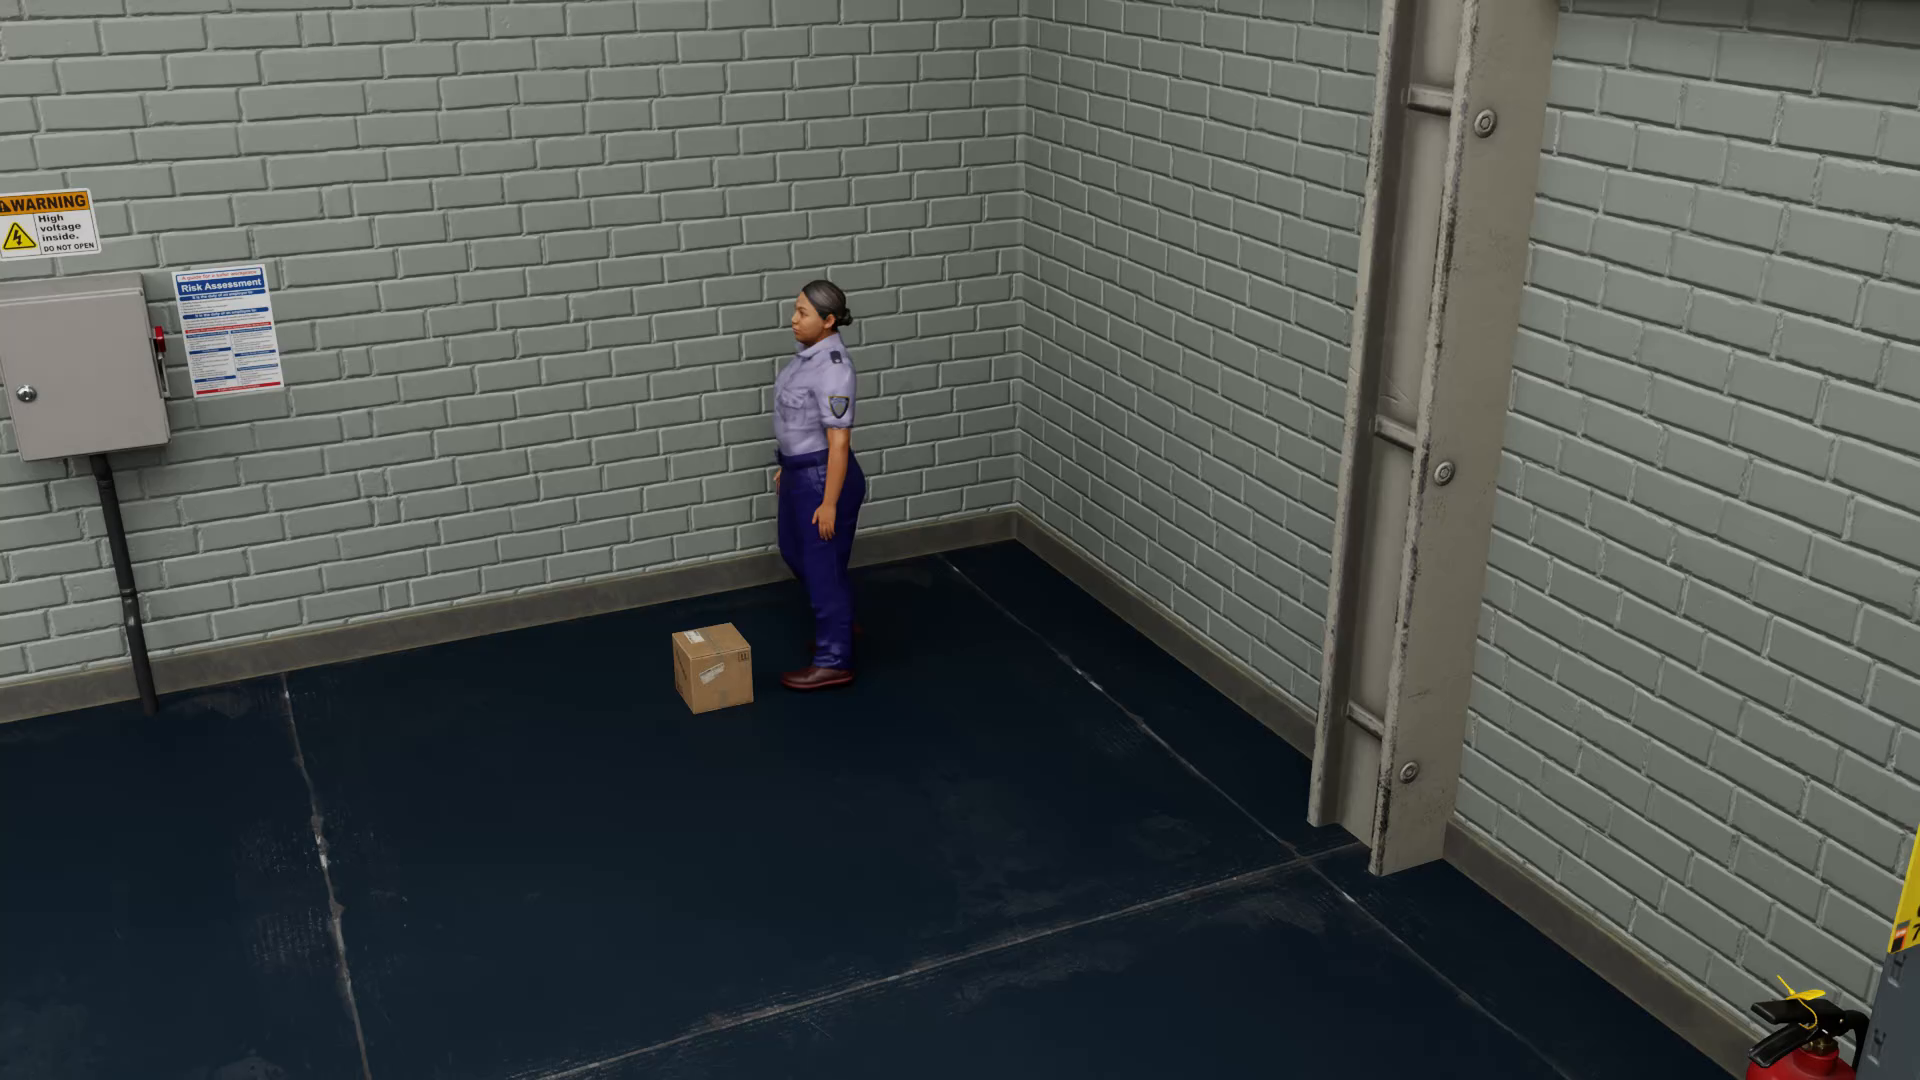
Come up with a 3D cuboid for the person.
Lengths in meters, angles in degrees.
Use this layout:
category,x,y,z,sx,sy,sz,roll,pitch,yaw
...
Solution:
category,x,y,z,sx,sy,sz,roll,pitch,yaw
person,-0.570,-0.209,6.634,0.385,1.695,0.559,-5,23,-12
